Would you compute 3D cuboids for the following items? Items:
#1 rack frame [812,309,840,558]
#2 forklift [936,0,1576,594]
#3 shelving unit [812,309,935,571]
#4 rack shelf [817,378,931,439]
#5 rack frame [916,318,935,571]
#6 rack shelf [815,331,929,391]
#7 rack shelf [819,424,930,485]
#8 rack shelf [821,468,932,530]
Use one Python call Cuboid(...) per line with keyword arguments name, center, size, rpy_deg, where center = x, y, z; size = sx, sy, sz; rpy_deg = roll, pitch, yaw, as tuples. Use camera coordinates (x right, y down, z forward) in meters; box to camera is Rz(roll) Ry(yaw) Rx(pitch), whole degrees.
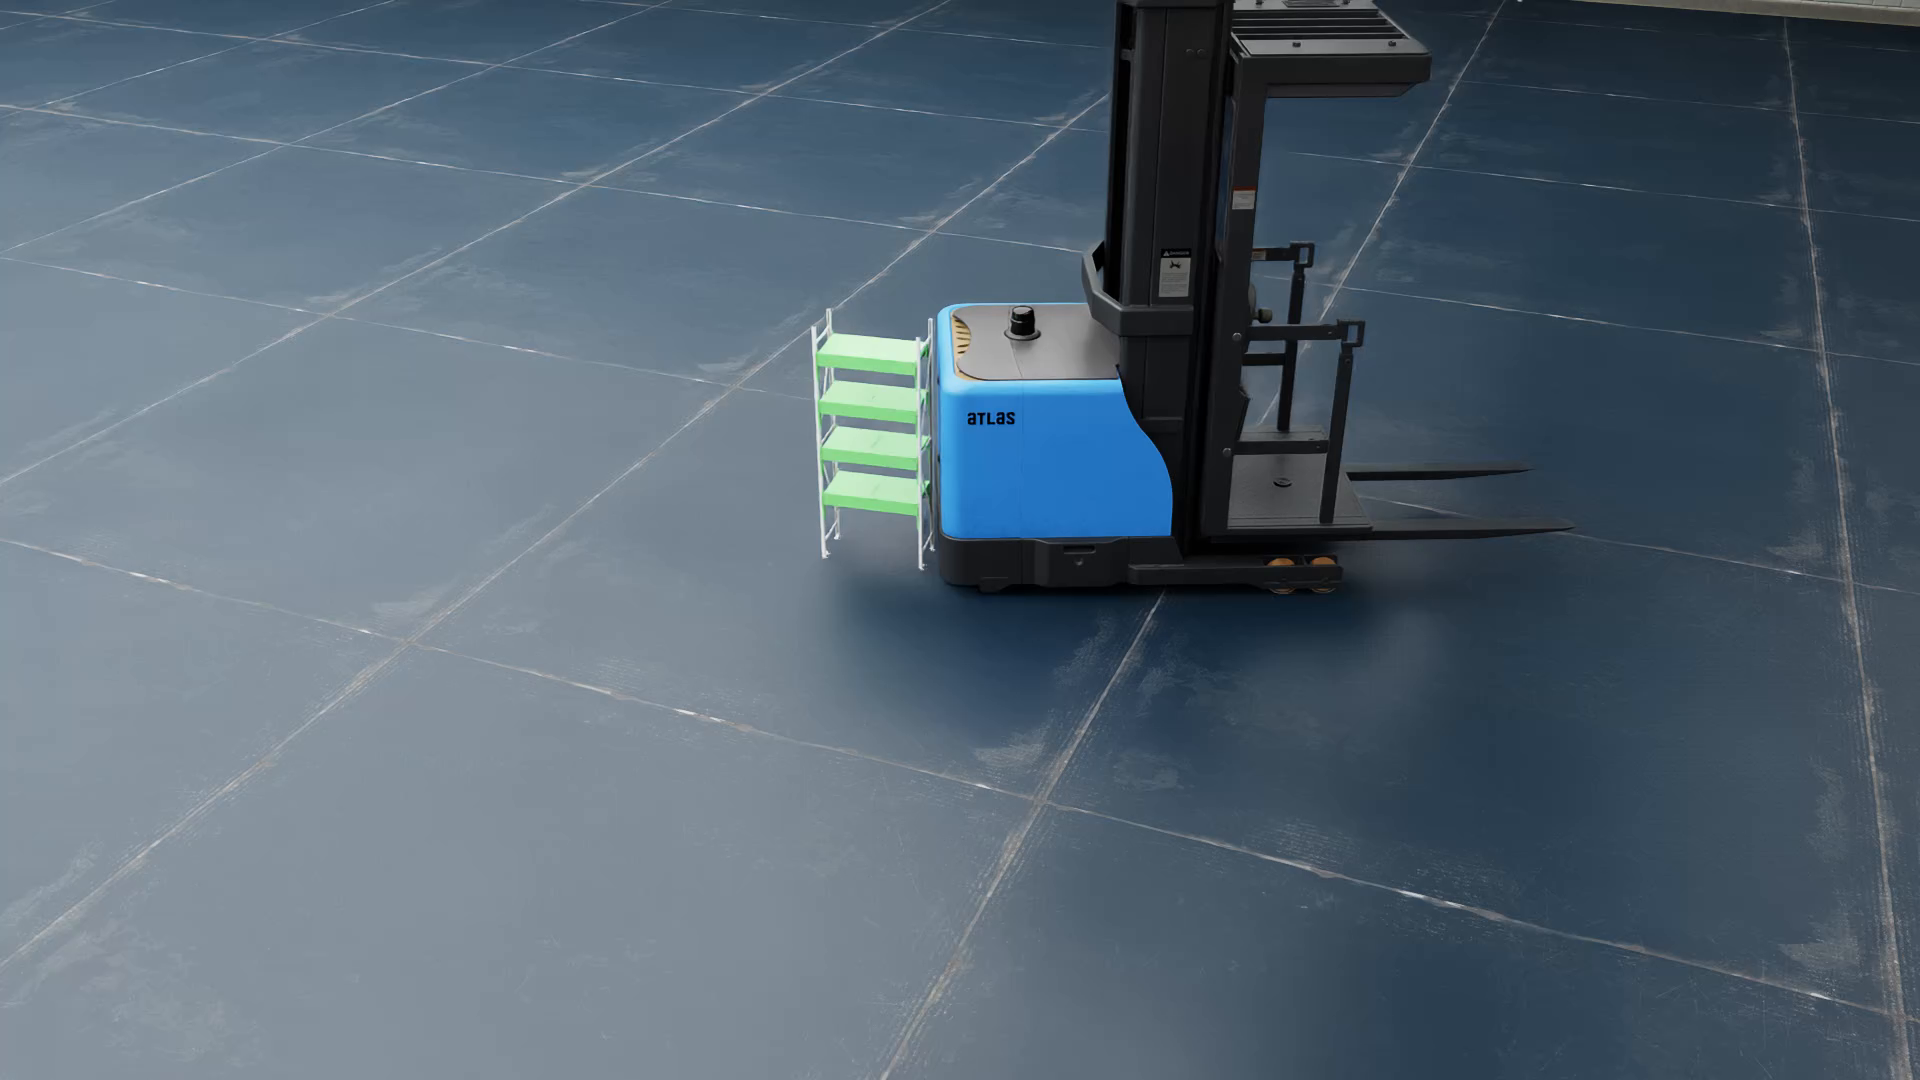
Cuboid(name="rack frame", center=(-0.634, -0.491, 7.900), size=(0.015, 1.200, 0.240), rpy_deg=(7, 30, 12))
Cuboid(name="forklift", center=(1.406, -1.284, 7.542), size=(3.031, 2.935, 1.130), rpy_deg=(-1, 29, -2))
Cuboid(name="shelving unit", center=(-0.397, -0.462, 7.849), size=(0.503, 1.200, 0.258), rpy_deg=(7, 30, 12))
Cuboid(name="rack shelf", center=(-0.397, -0.616, 7.762), size=(0.480, 0.148, 0.258), rpy_deg=(7, 30, 12))
Cuboid(name="rack frame", center=(-0.160, -0.433, 7.797), size=(0.015, 1.200, 0.240), rpy_deg=(7, 30, 12))
Cuboid(name="rack shelf", center=(-0.397, -0.825, 7.644), size=(0.480, 0.148, 0.258), rpy_deg=(7, 30, 12))
Cuboid(name="rack shelf", center=(-0.397, -0.407, 7.880), size=(0.480, 0.148, 0.258), rpy_deg=(7, 30, 12))
Cuboid(name="rack shelf", center=(-0.397, -0.198, 7.998), size=(0.480, 0.148, 0.258), rpy_deg=(7, 30, 12))
